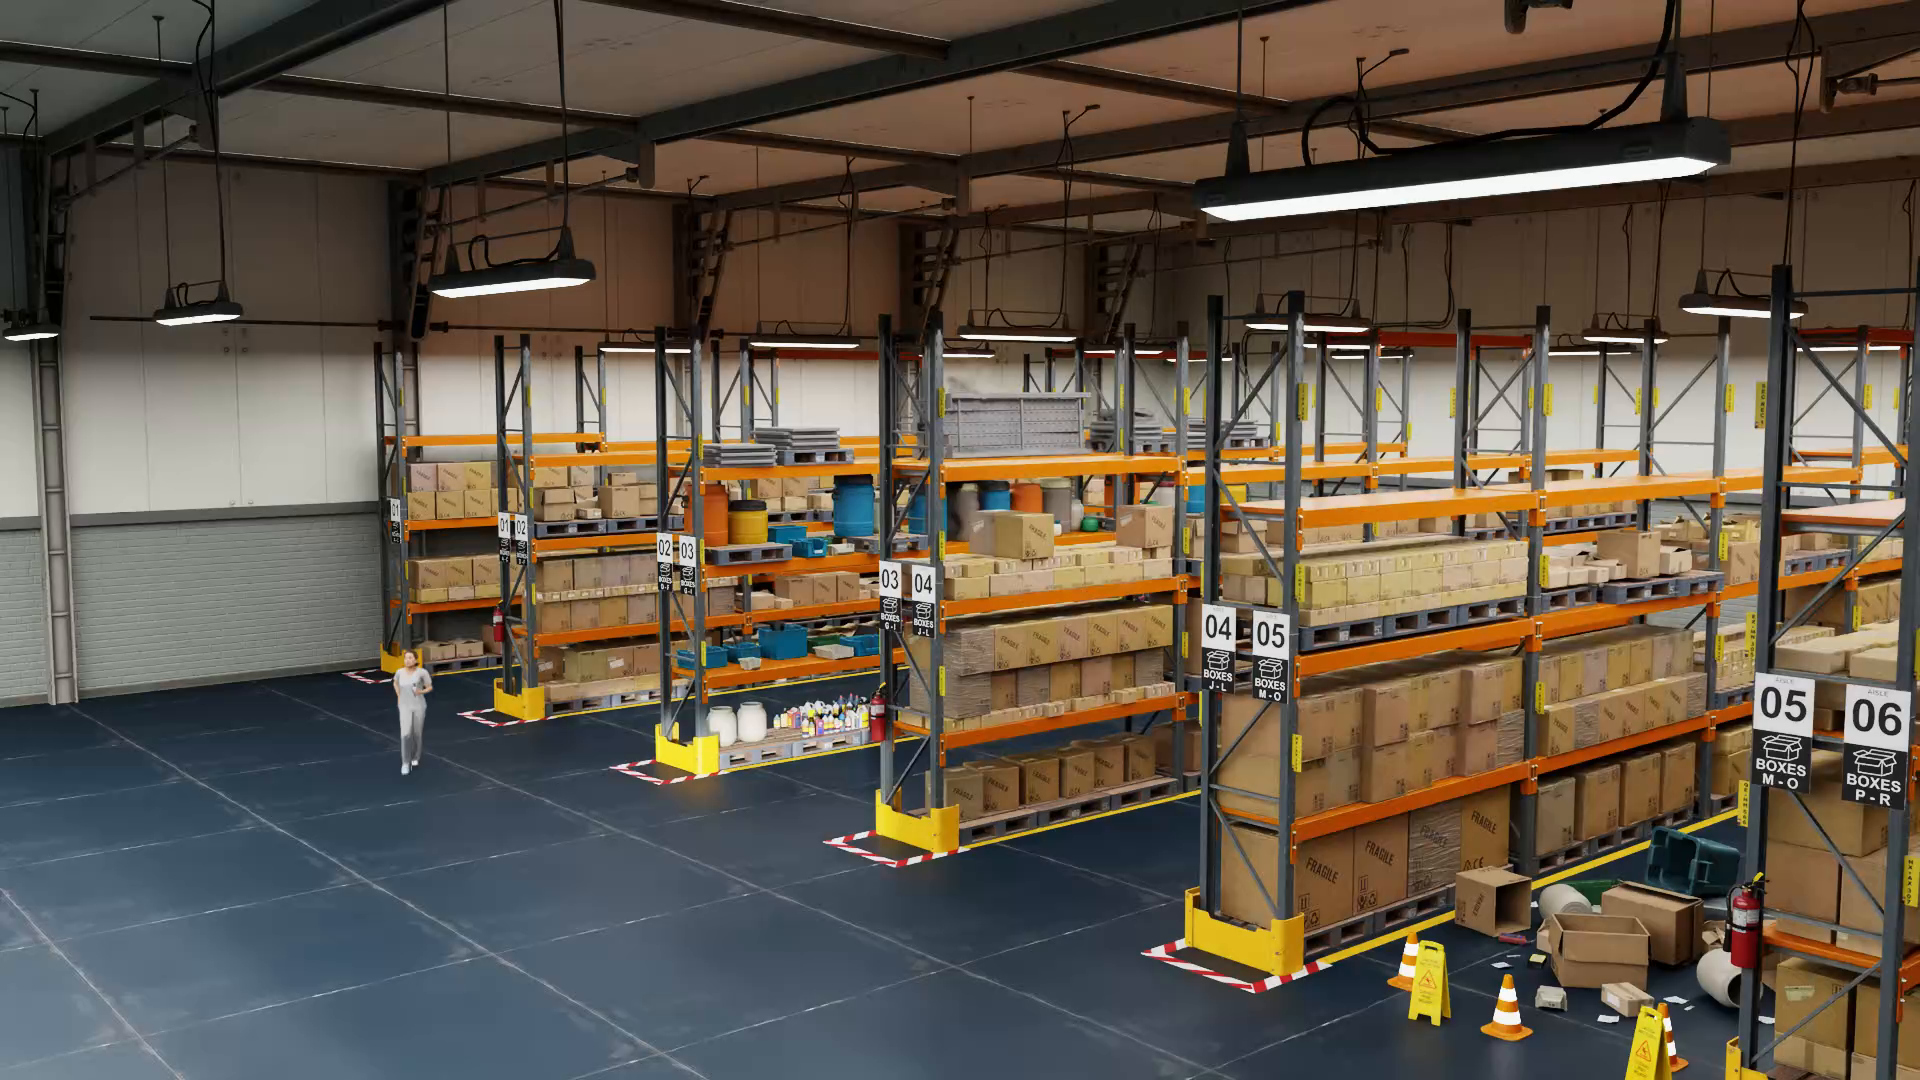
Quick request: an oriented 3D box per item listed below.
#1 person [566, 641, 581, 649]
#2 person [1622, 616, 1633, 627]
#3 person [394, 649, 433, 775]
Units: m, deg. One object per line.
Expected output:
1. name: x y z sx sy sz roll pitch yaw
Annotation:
1. person: -6.661 1.780 28.727 0.512 1.543 0.530 5 7 43
2. person: 10.550 1.939 26.105 0.915 1.661 0.568 -5 7 -45
3. person: -7.366 2.309 22.399 0.538 1.695 0.697 -1 5 -11
